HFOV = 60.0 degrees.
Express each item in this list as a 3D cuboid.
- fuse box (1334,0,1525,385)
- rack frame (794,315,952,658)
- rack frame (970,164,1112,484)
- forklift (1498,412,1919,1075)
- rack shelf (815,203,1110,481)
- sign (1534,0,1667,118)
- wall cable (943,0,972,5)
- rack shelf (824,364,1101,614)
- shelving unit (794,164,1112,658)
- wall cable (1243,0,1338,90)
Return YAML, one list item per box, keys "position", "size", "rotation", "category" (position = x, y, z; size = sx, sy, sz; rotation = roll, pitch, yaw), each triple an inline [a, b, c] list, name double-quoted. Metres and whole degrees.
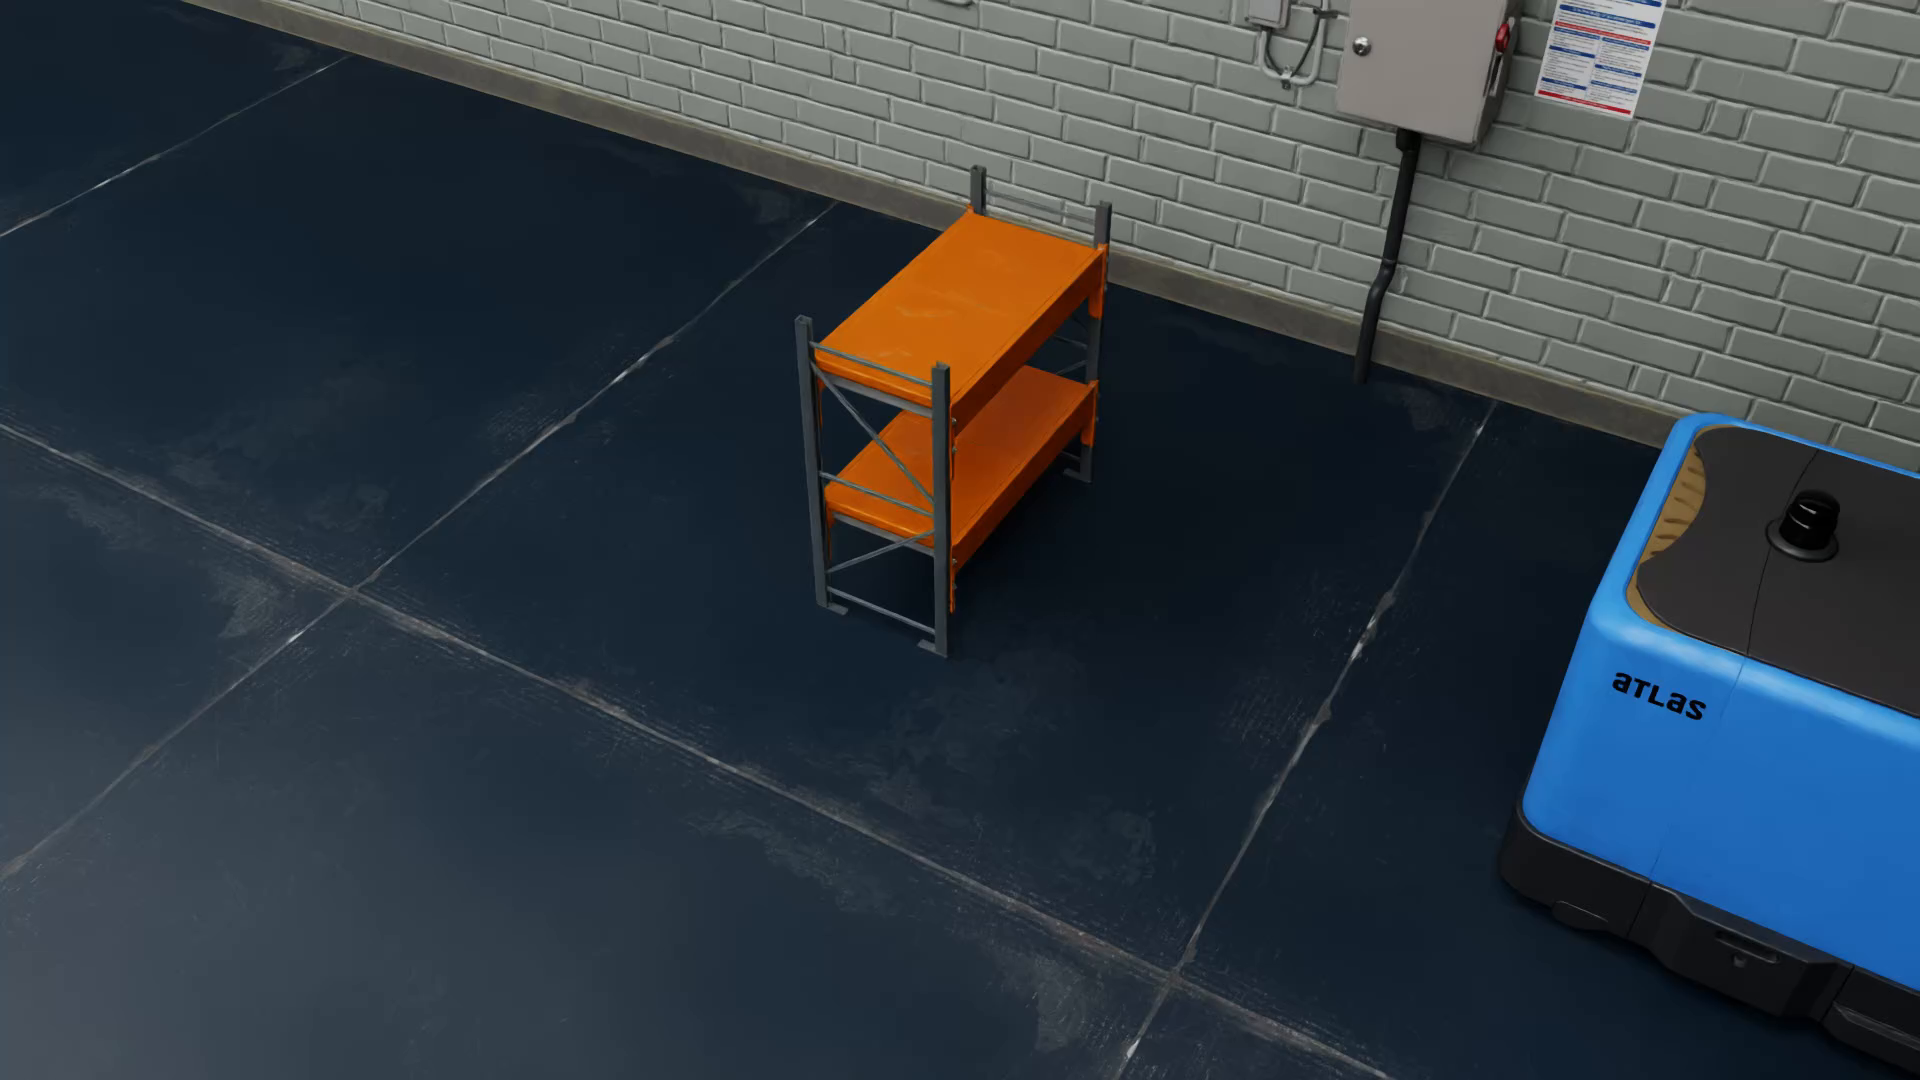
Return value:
- position: [1.555, -1.234, 5.856]
  size: [0.539, 1.711, 0.414]
  rotation: [21, 45, 22]
  category: "fuse box"
- position: [-0.251, -0.135, 5.052]
  size: [0.500, 1.125, 0.032]
  rotation: [21, 45, 22]
  category: "rack frame"
- position: [0.258, -0.717, 5.713]
  size: [0.500, 1.125, 0.032]
  rotation: [21, 45, 22]
  category: "rack frame"
- position: [3.019, 0.111, 3.406]
  size: [3.031, 2.935, 1.130]
  rotation: [22, 46, 23]
  category: "forklift"
- position: [0.003, -0.646, 5.189]
  size: [0.538, 0.278, 1.000]
  rotation: [21, 45, 22]
  category: "rack shelf"
- position: [2.087, -1.637, 5.411]
  size: [0.329, 0.494, 0.001]
  rotation: [21, 45, 22]
  category: "sign"
- position: [-0.190, -2.889, 5.968]
  size: [0.585, 1.953, 0.123]
  rotation: [21, 45, 22]
  category: "wall cable"
- position: [0.003, -0.243, 5.544]
  size: [0.538, 0.278, 1.000]
  rotation: [21, 45, 22]
  category: "rack shelf"
- position: [0.003, -0.426, 5.383]
  size: [0.538, 1.125, 1.048]
  rotation: [21, 45, 22]
  category: "shelving unit"
- position: [1.044, -2.414, 5.453]
  size: [0.588, 1.984, 0.122]
  rotation: [21, 45, 22]
  category: "wall cable"
